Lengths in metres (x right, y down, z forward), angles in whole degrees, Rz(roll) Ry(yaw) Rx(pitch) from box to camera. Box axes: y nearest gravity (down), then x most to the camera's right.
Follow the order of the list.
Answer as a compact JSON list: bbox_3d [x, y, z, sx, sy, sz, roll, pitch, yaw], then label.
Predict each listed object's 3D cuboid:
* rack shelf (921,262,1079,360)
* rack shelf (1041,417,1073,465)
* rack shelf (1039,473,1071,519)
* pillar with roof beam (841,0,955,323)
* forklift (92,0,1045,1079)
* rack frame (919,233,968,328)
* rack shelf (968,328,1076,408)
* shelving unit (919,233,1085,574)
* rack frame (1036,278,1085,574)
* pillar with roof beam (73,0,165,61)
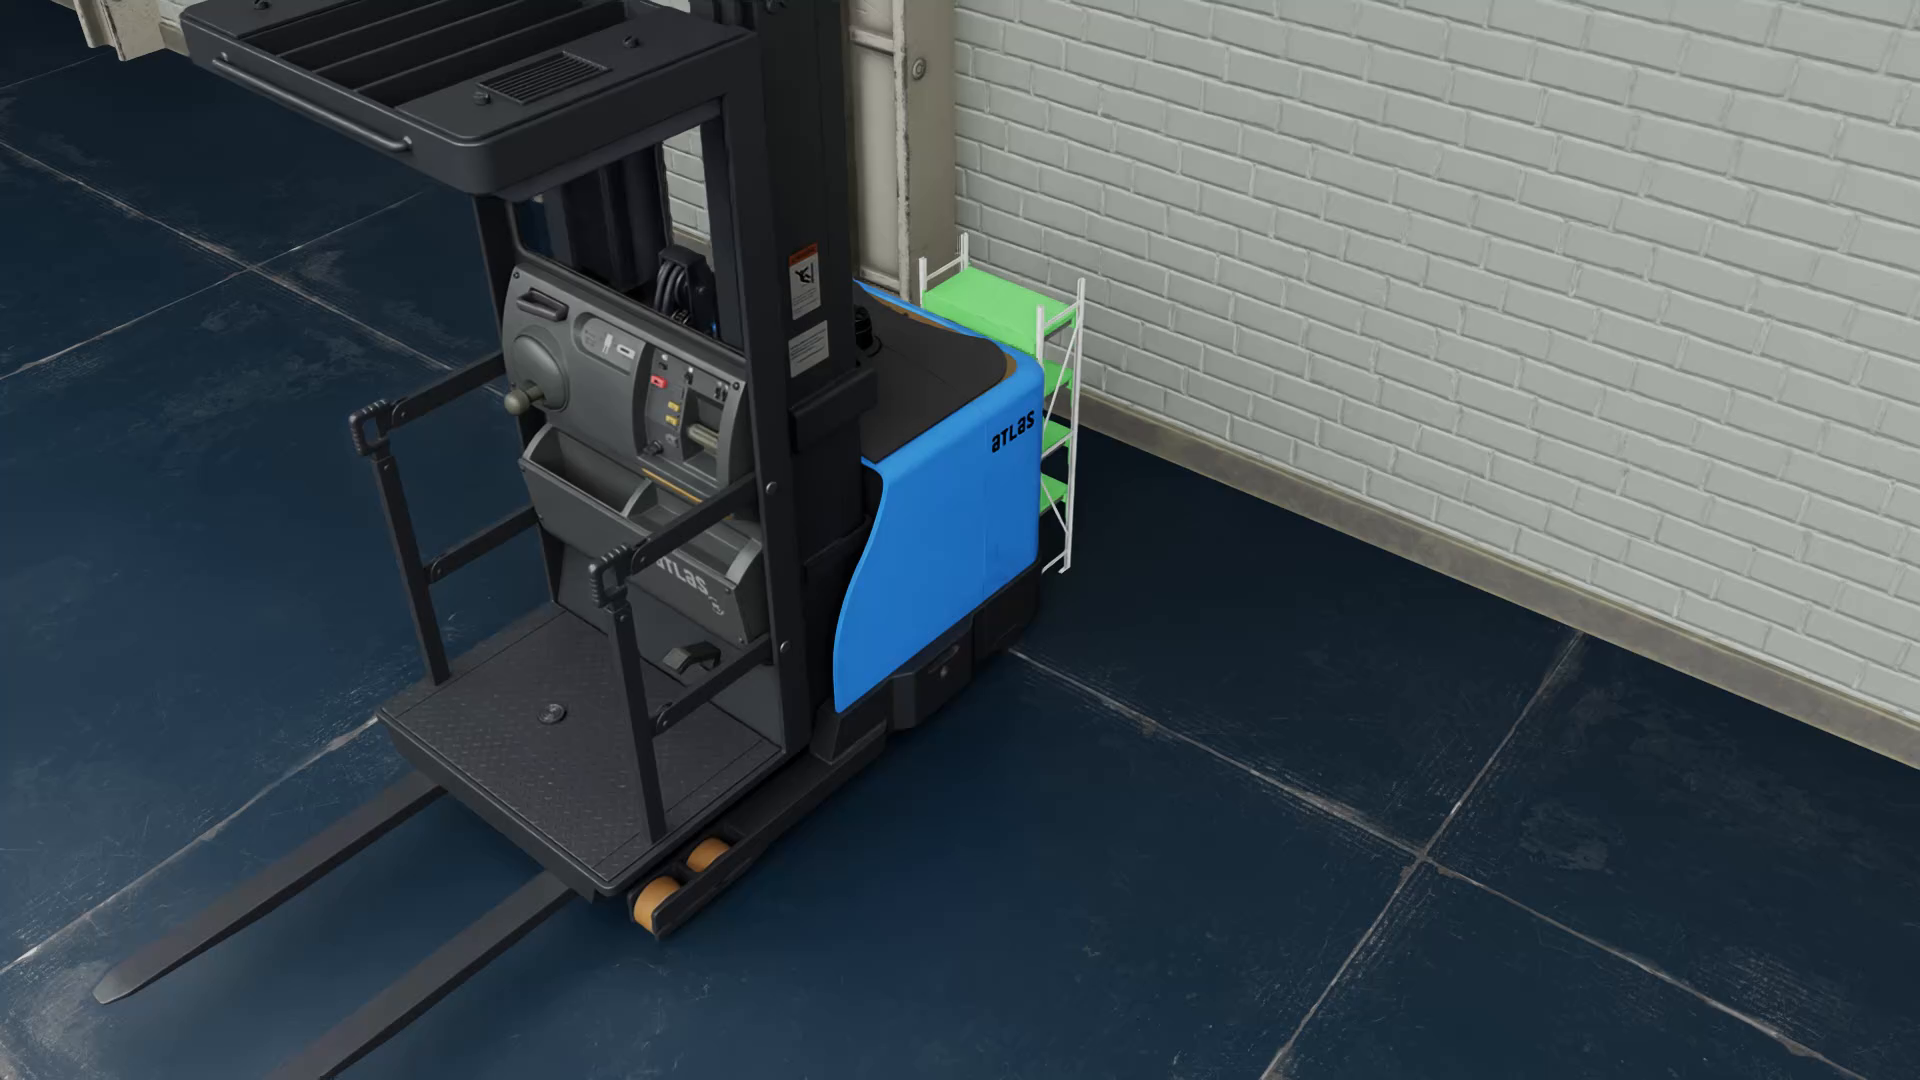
[{"bbox_3d":[0.136,-0.741,5.549,0.480,0.148,0.258,27,45,30],"label":"rack shelf"},{"bbox_3d":[0.136,-0.363,5.844,0.480,0.148,0.258,27,45,30],"label":"rack shelf"},{"bbox_3d":[0.136,-0.174,5.992,0.480,0.148,0.258,27,45,30],"label":"rack shelf"},{"bbox_3d":[-2.883,-2.181,1.736,0.400,9.000,9.100,25,45,29],"label":"pillar with roof beam"},{"bbox_3d":[-1.052,-0.369,4.344,1.130,2.935,3.031,27,46,31],"label":"forklift"},{"bbox_3d":[-0.053,-0.509,5.927,0.015,1.200,0.240,27,45,30],"label":"rack frame"},{"bbox_3d":[0.136,-0.552,5.696,0.480,0.148,0.258,27,45,30],"label":"rack shelf"},{"bbox_3d":[0.136,-0.414,5.805,0.503,1.200,0.258,27,45,30],"label":"shelving unit"},{"bbox_3d":[0.325,-0.318,5.683,0.015,1.200,0.240,27,45,30],"label":"rack frame"},{"bbox_3d":[-7.648,-4.428,4.606,0.400,9.000,9.100,25,45,29],"label":"pillar with roof beam"}]
